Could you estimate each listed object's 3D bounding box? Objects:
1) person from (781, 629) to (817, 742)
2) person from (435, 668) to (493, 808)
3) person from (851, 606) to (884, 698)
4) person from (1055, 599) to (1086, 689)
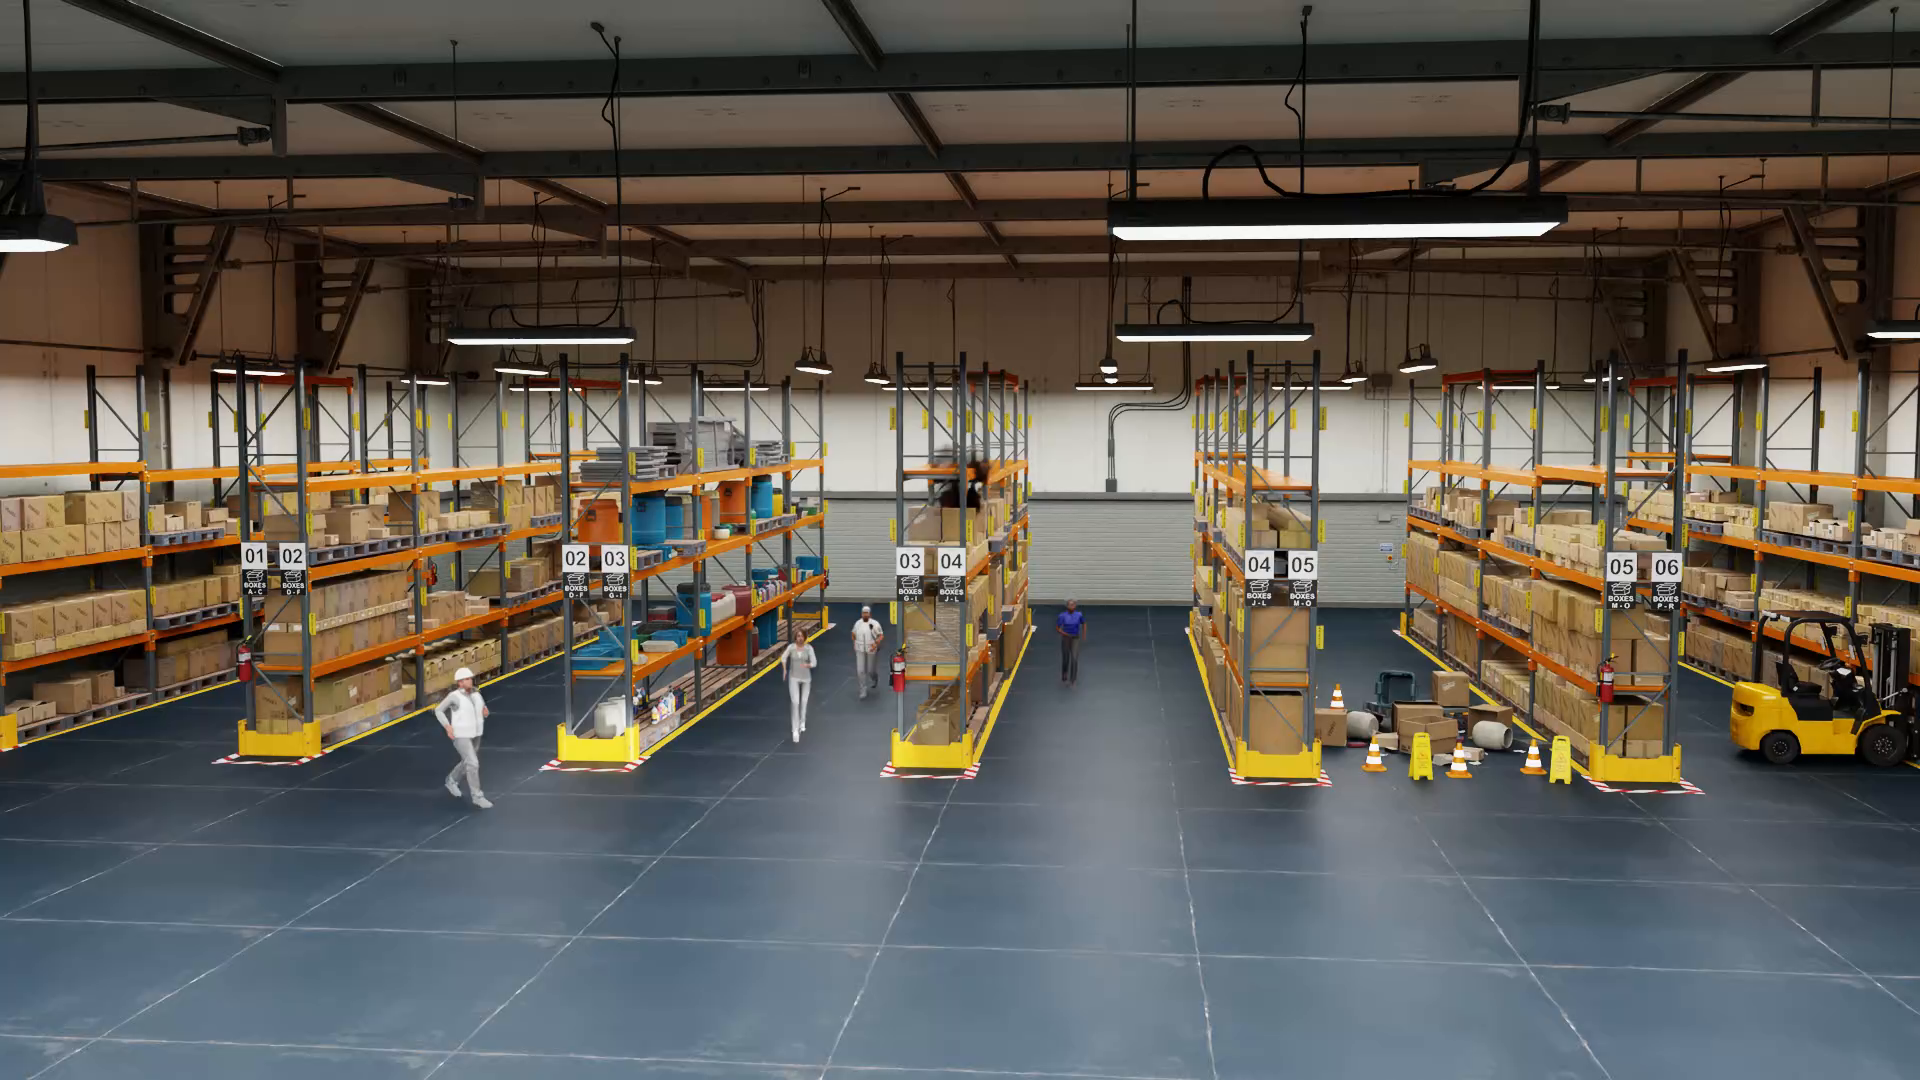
[{"bbox_3d":[-2.426,2.228,25.141,0.505,1.586,0.699,-1,4,-12],"label":"person"},{"bbox_3d":[-6.427,2.552,21.675,0.940,1.779,0.650,2,5,27],"label":"person"},{"bbox_3d":[-1.699,2.029,30.427,0.618,1.648,0.742,1,4,7],"label":"person"},{"bbox_3d":[2.103,1.945,31.498,0.600,1.676,0.812,0,4,-1],"label":"person"}]
